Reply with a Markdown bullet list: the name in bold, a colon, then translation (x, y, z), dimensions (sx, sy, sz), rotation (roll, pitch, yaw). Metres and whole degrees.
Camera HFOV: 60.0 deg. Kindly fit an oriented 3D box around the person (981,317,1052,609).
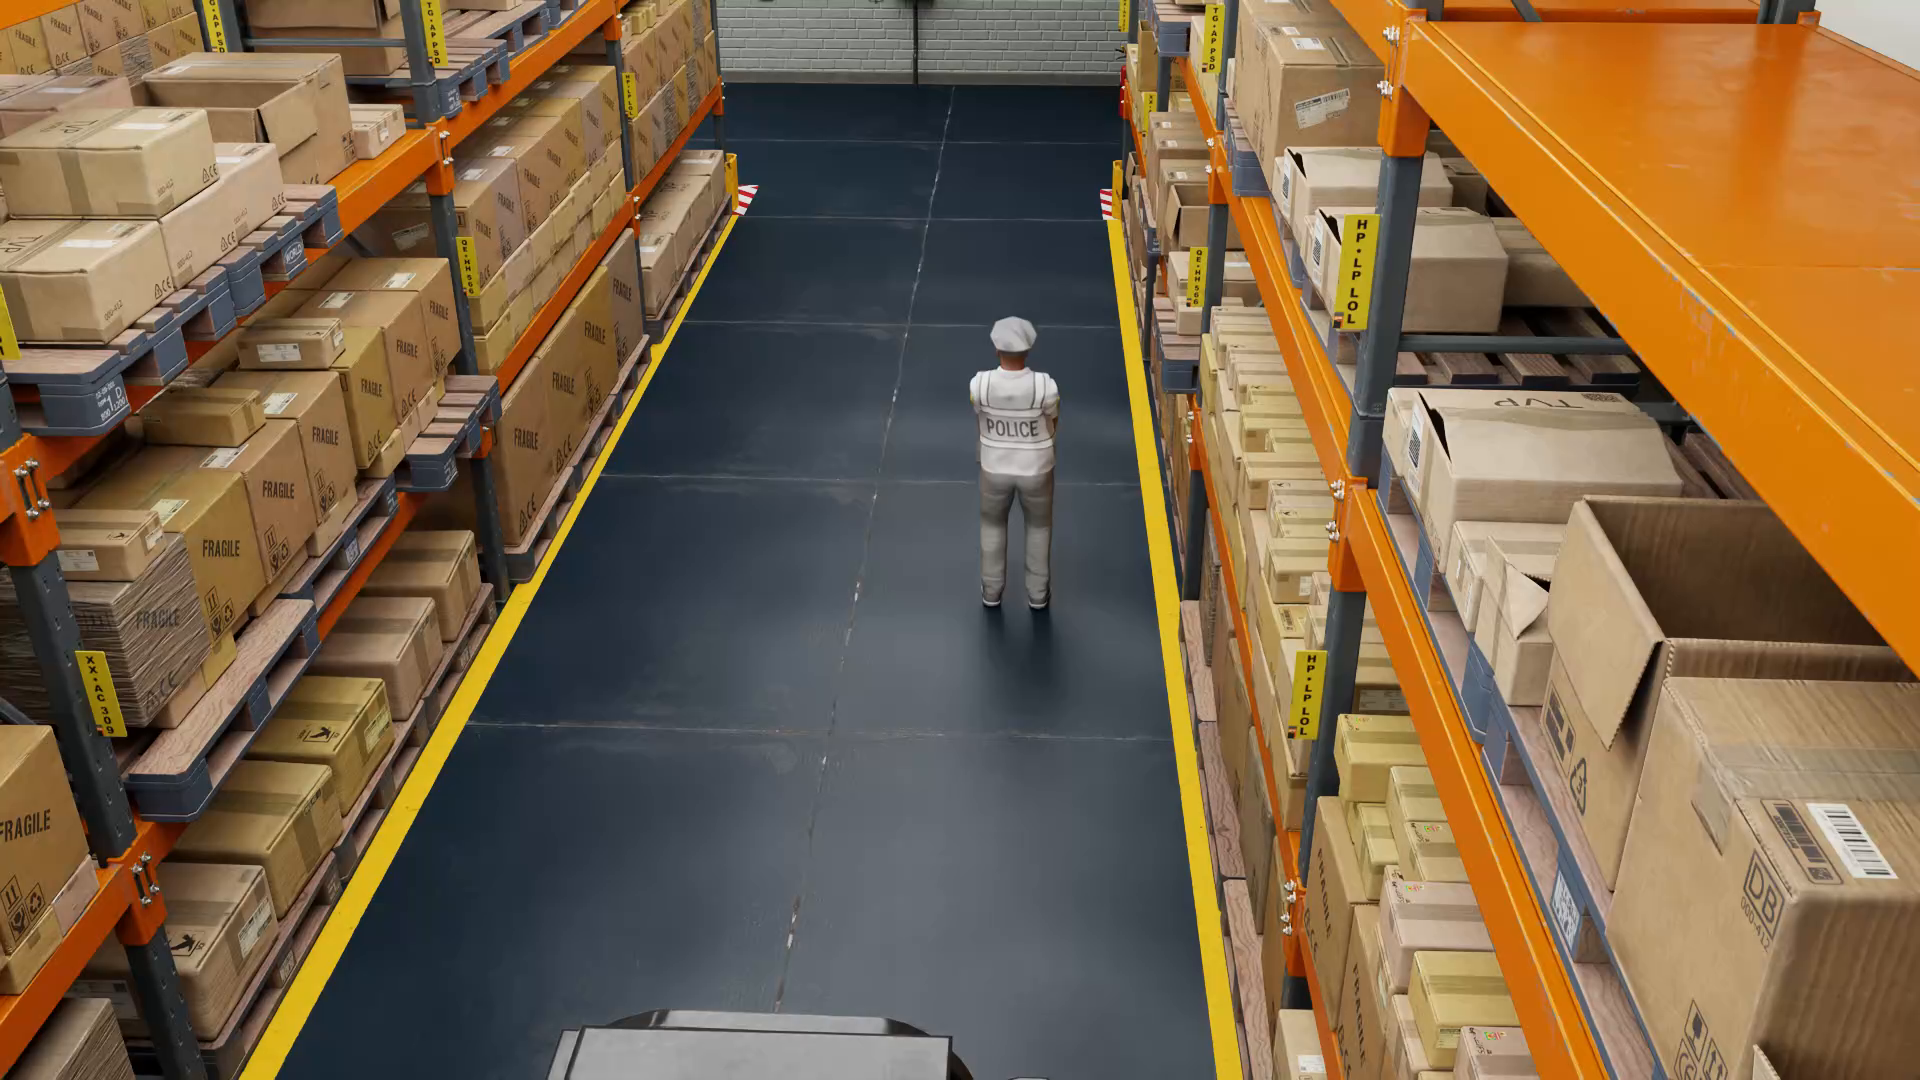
- **person**: translation (0.324, -0.429, 9.407), dimensions (0.419, 1.767, 0.422), rotation (3, 28, 6)
